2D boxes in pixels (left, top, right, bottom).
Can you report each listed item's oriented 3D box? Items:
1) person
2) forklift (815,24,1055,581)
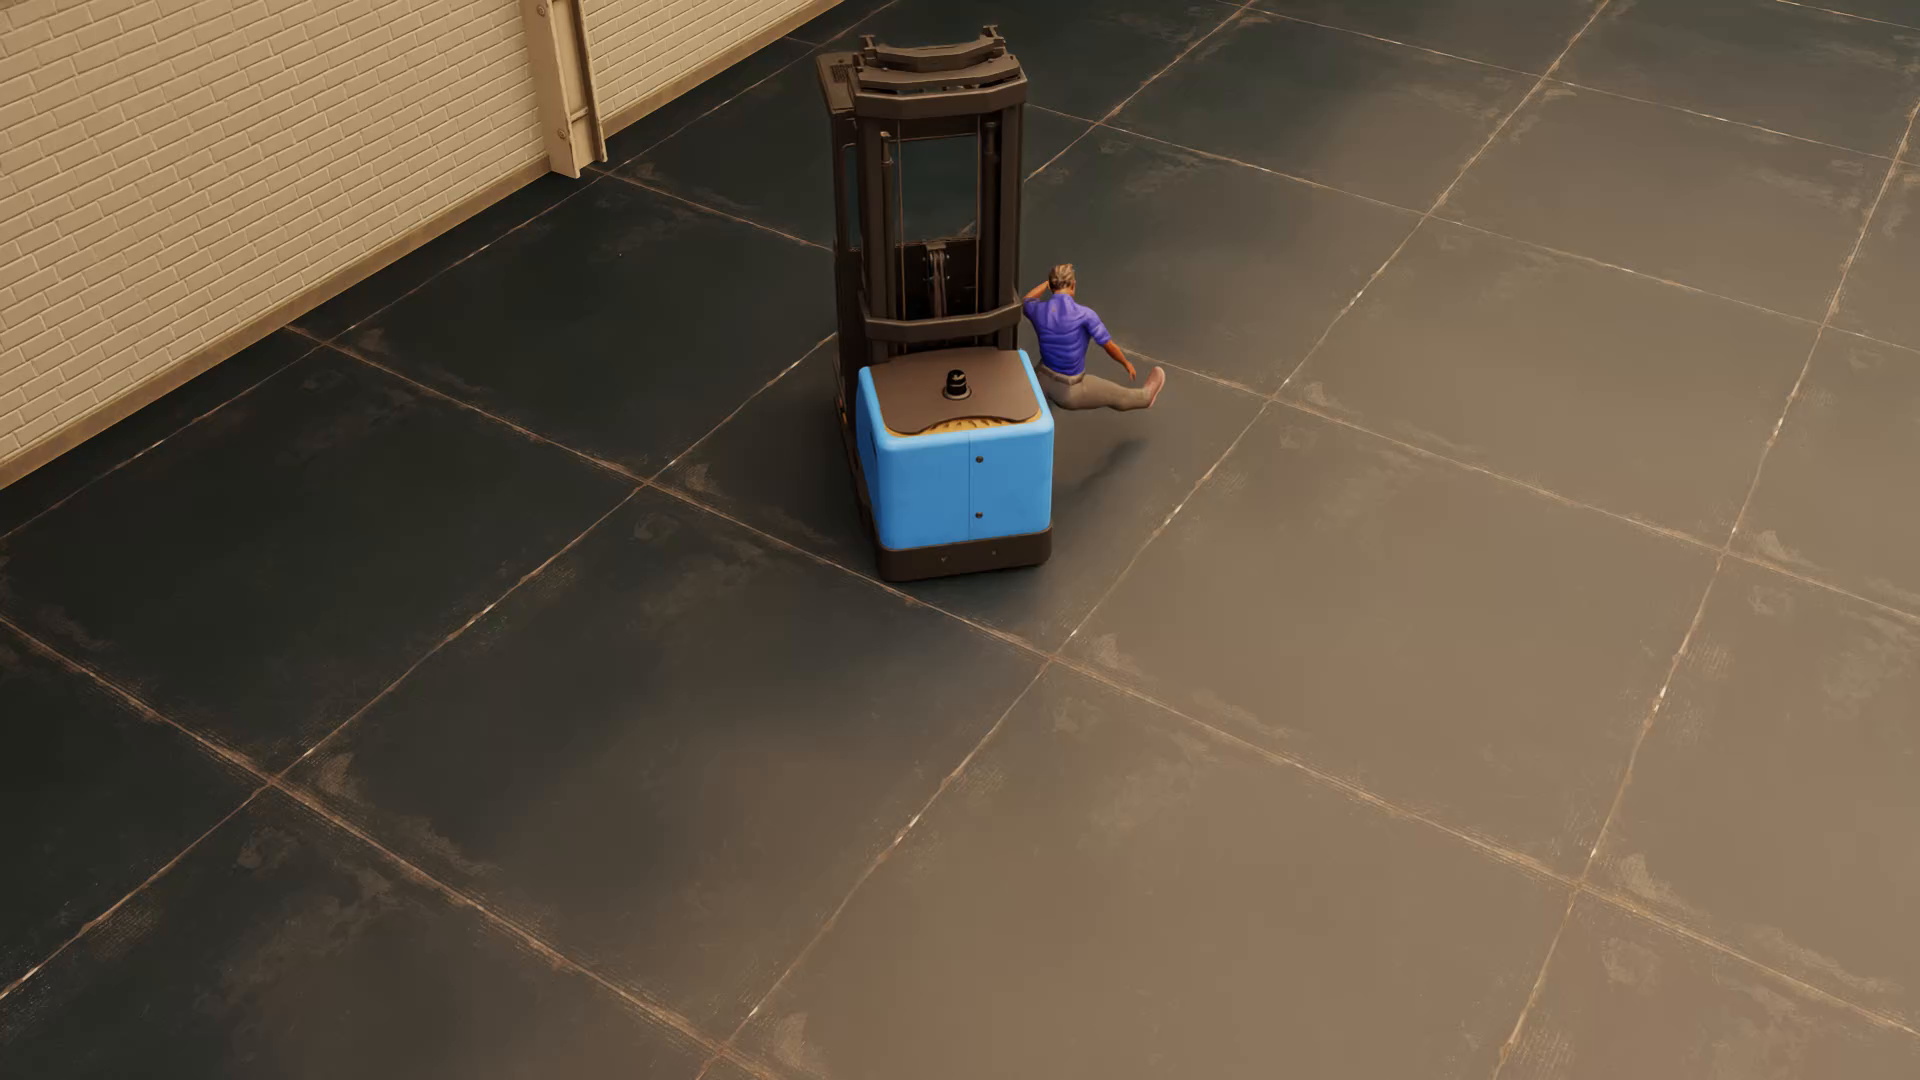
[{"bbox_3d":[0.707,-1.214,10.641,0.925,1.296,1.065,21,45,23],"label":"person"},{"bbox_3d":[-0.232,-1.831,10.128,1.130,2.935,3.031,-7,41,-8],"label":"forklift"}]
